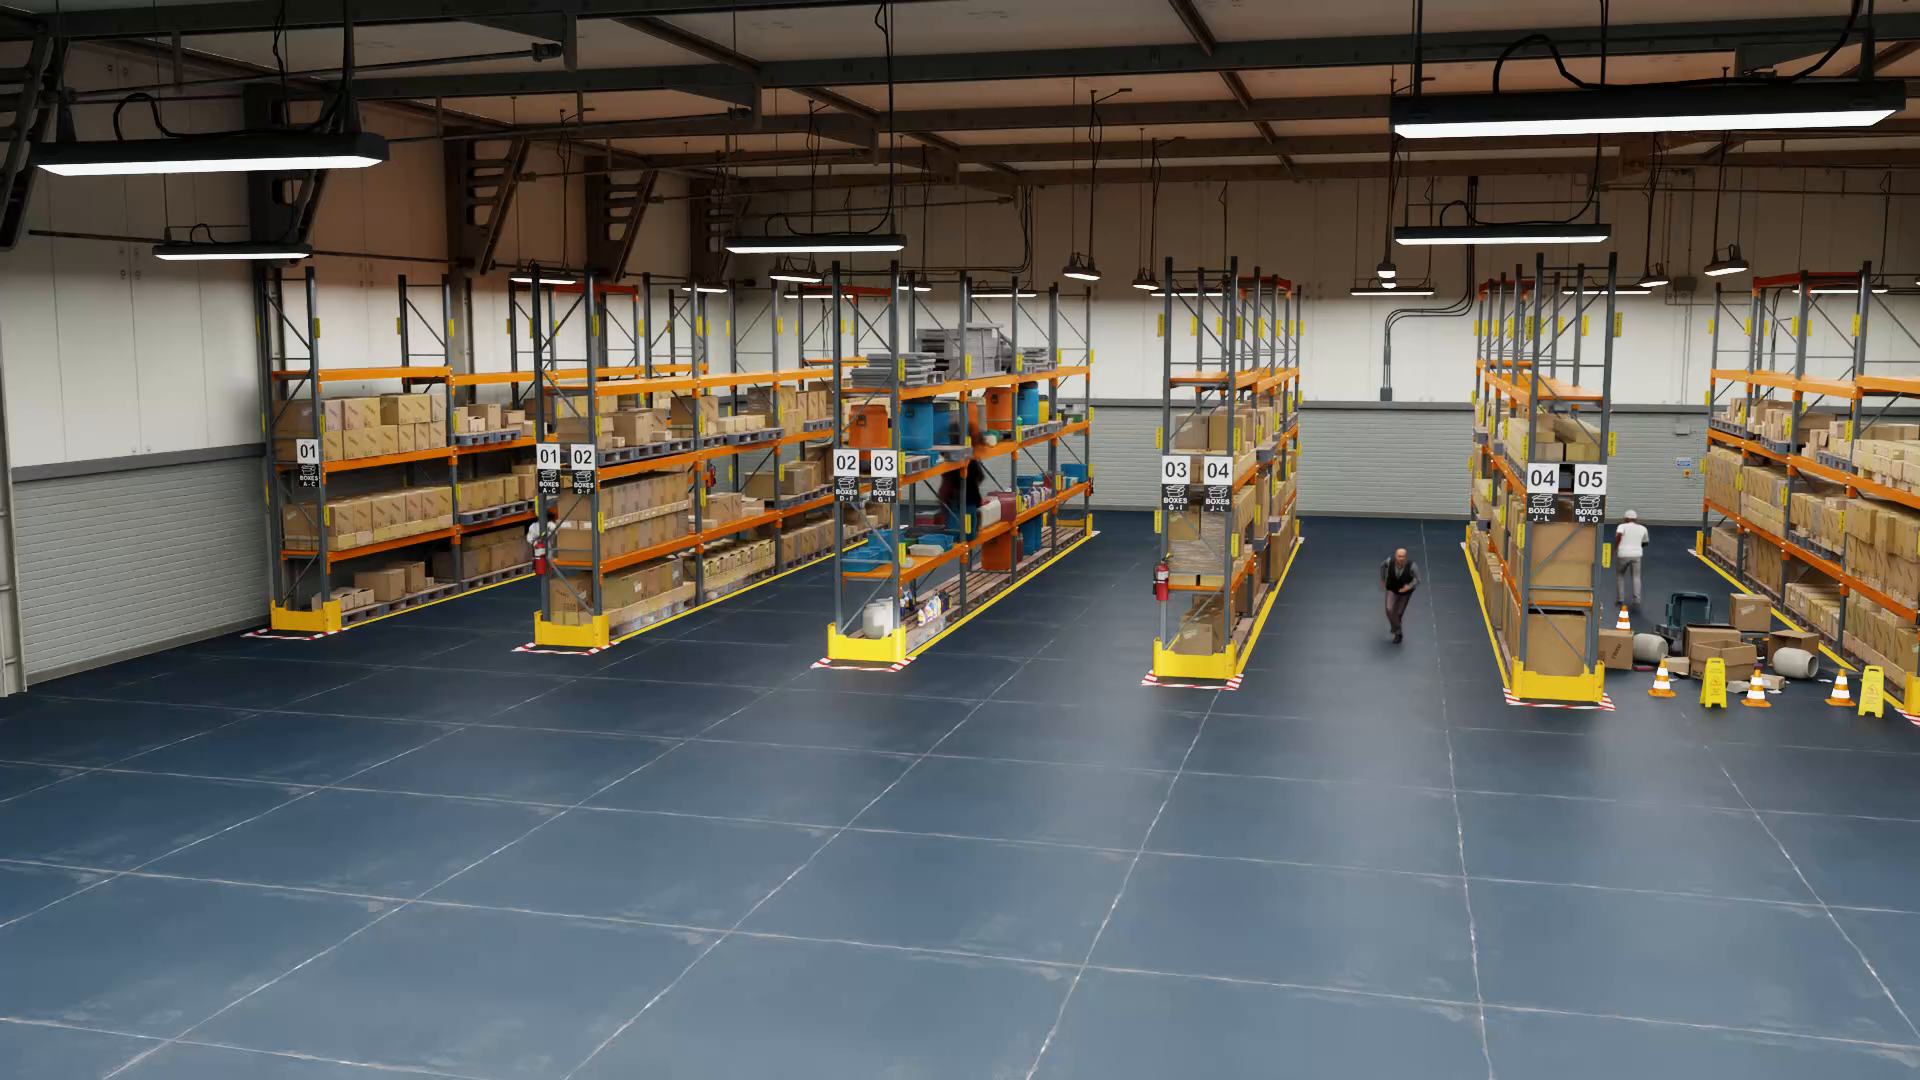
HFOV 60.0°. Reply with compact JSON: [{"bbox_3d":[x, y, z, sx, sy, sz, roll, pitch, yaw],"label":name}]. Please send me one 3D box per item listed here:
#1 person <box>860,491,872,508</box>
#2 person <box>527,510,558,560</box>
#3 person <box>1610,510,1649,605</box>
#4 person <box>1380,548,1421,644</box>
[{"bbox_3d":[-2.219,-1.378,43.460,1.065,1.789,0.666,4,8,30],"label":"person"},{"bbox_3d":[-7.773,0.239,31.039,0.551,1.717,0.790,1,7,7],"label":"person"},{"bbox_3d":[12.110,0.336,30.070,0.713,1.733,0.984,1,7,9],"label":"person"},{"bbox_3d":[7.105,0.850,26.832,0.642,1.552,1.074,2,8,16],"label":"person"}]
